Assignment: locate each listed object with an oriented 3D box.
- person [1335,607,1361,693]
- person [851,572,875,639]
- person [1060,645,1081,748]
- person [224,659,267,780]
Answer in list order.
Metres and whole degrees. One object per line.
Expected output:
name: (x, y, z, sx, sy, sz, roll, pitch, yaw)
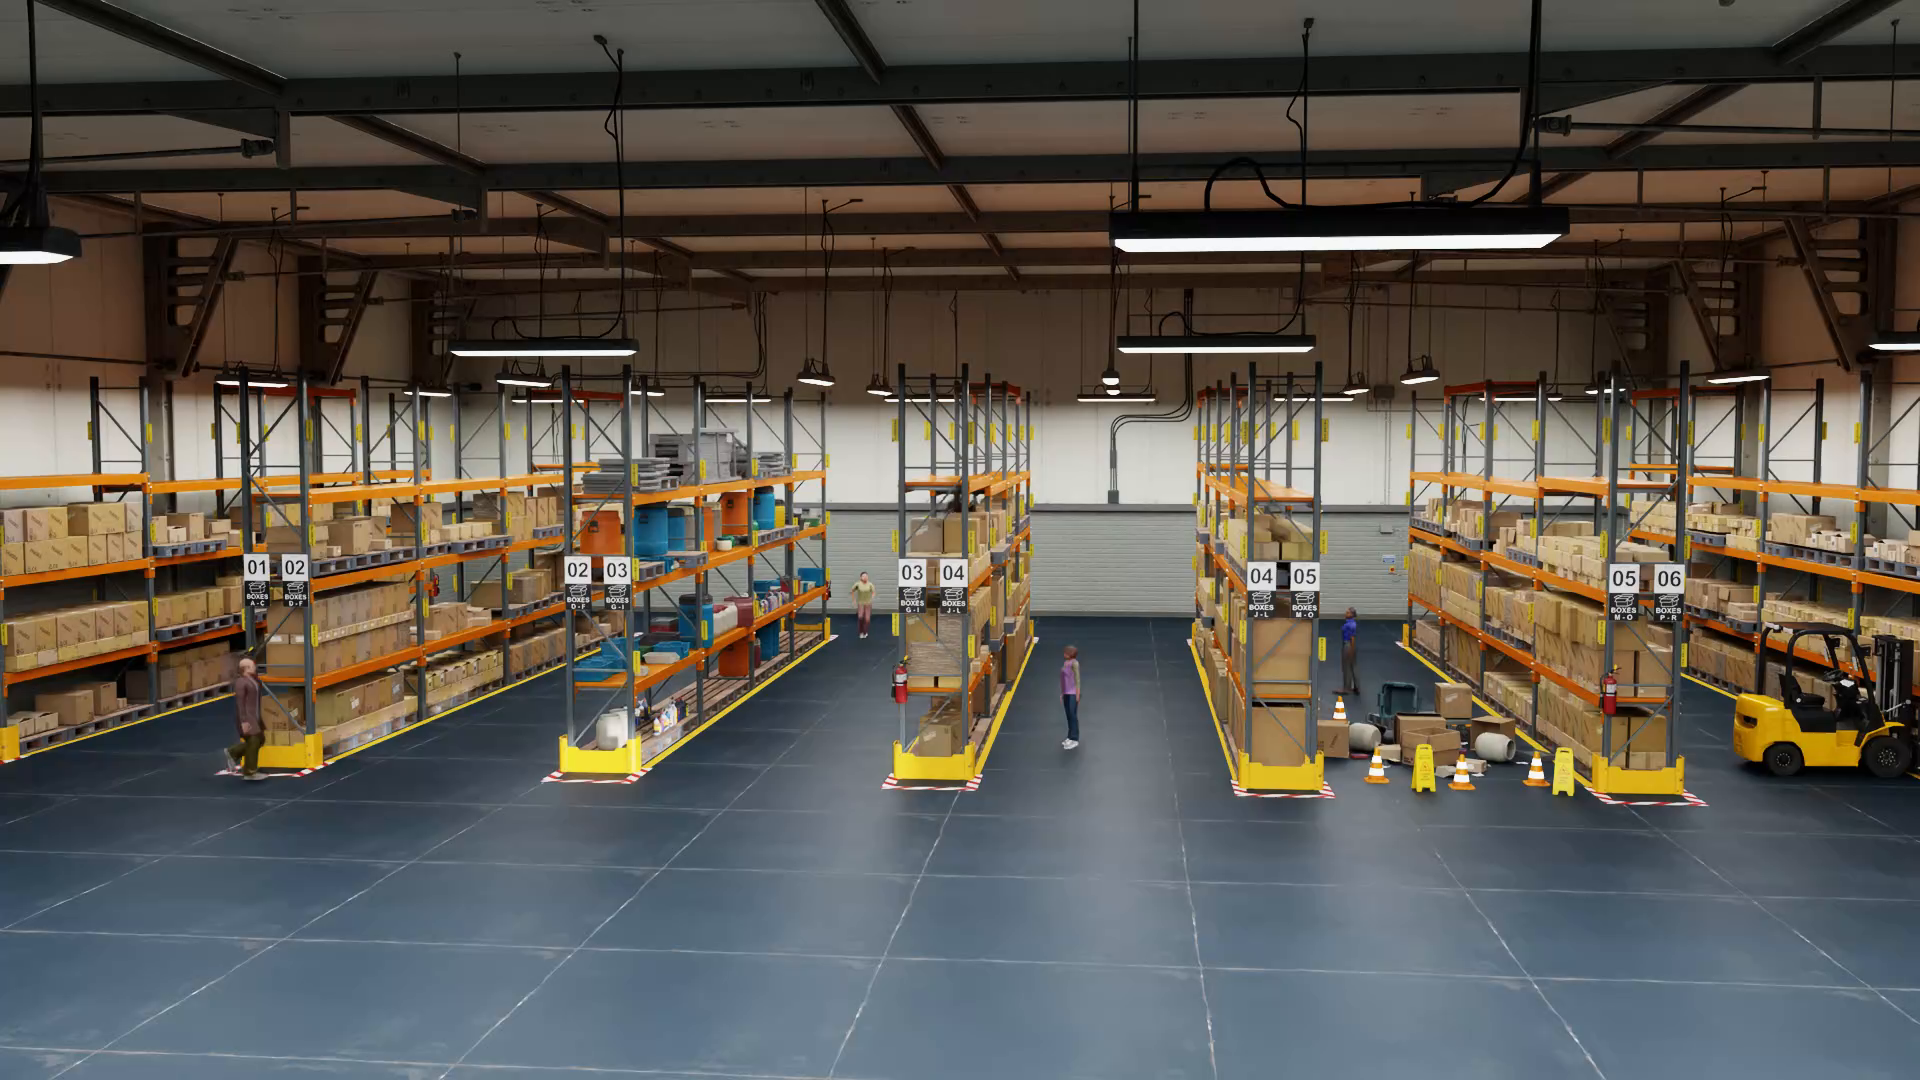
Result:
person: (7.510, 2.125, 32.100, 0.436, 1.656, 0.480, 2, 4, 28)
person: (-2.346, 1.591, 40.525, 0.594, 1.639, 0.575, 0, 4, -8)
person: (1.749, 2.493, 26.619, 0.396, 1.608, 0.518, -1, 4, -20)
person: (-10.314, 2.582, 23.933, 0.719, 1.740, 0.626, 0, 4, 4)
